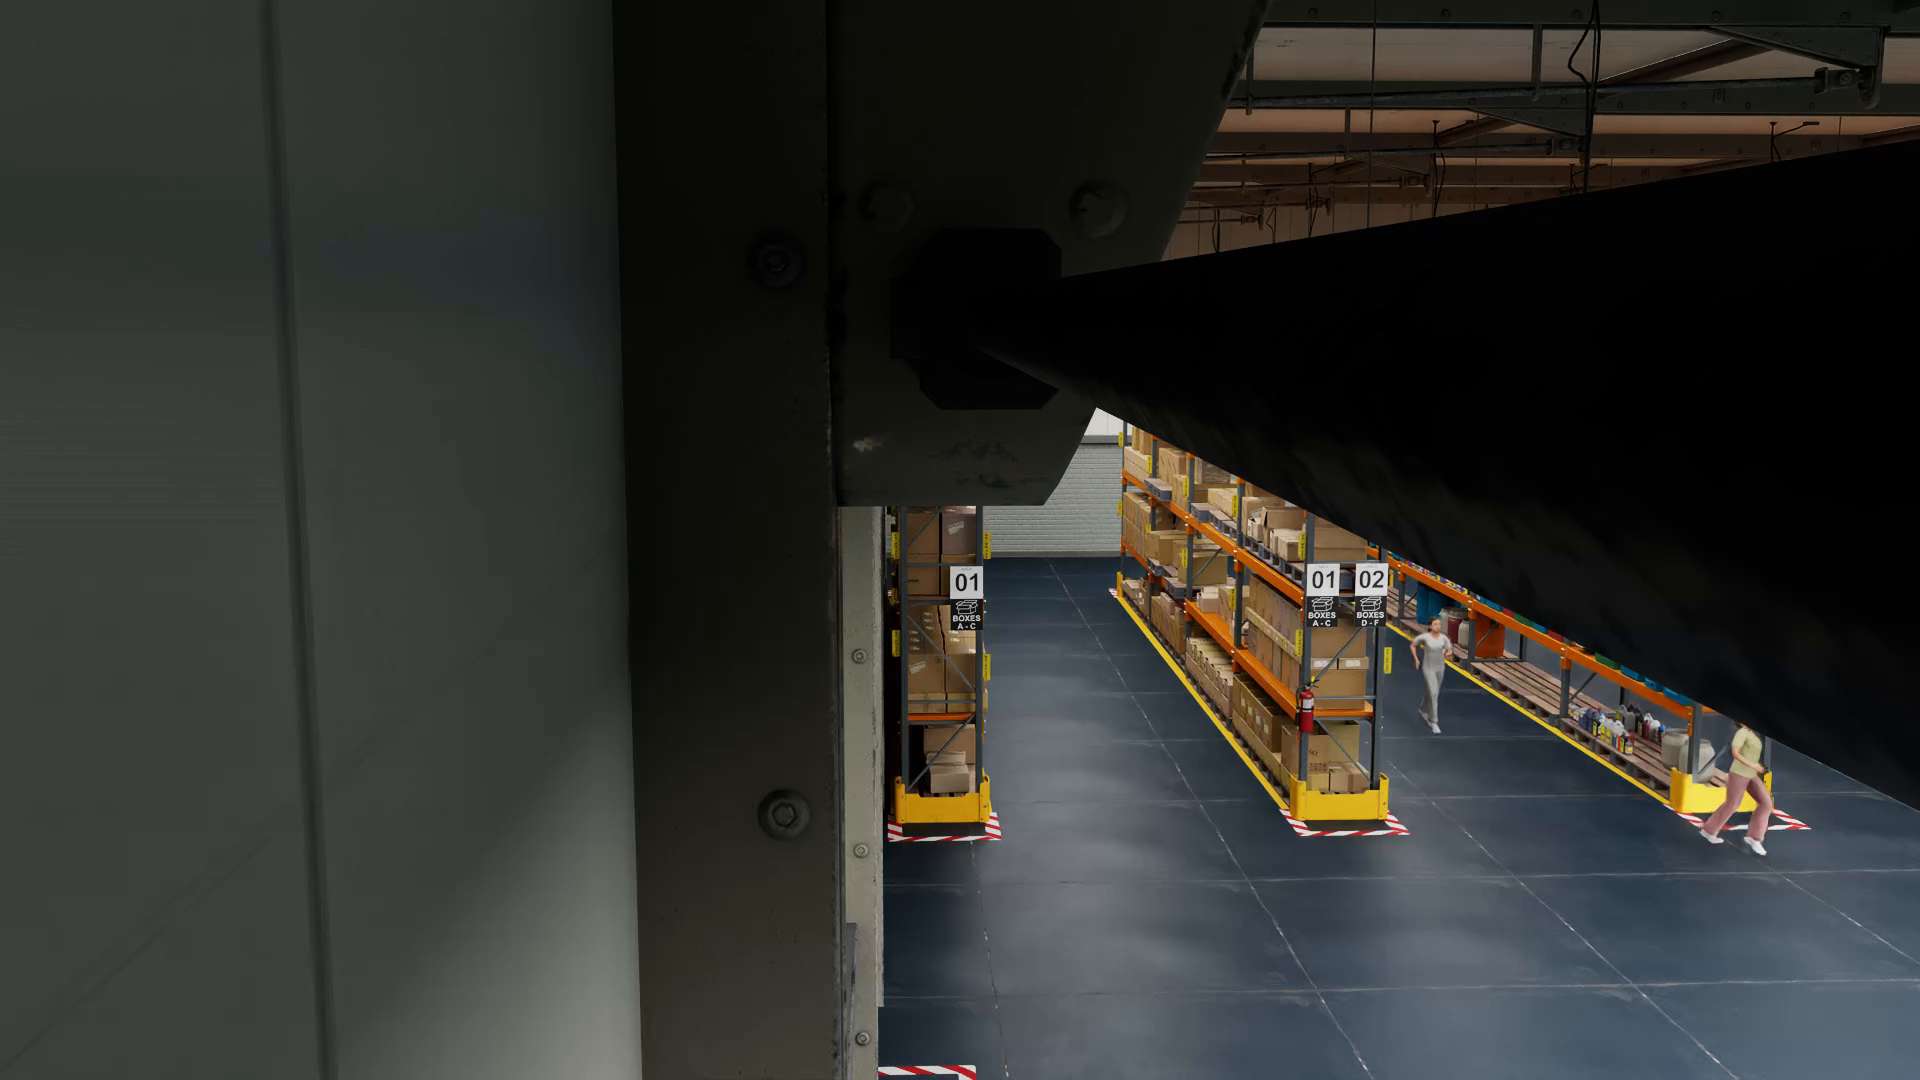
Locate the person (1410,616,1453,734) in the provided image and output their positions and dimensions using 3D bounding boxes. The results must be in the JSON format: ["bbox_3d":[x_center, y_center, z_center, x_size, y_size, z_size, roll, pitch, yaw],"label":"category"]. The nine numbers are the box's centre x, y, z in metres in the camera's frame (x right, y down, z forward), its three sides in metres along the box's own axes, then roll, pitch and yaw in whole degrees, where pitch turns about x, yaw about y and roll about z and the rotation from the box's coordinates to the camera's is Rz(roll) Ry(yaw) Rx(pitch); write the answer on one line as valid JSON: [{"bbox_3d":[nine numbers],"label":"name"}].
[{"bbox_3d":[7.101,1.987,25.005,0.543,1.709,0.840,-2,8,-13],"label":"person"}]

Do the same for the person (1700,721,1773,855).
[{"bbox_3d":[9.191,2.789,19.533,0.730,1.686,0.646,8,11,44],"label":"person"}]
